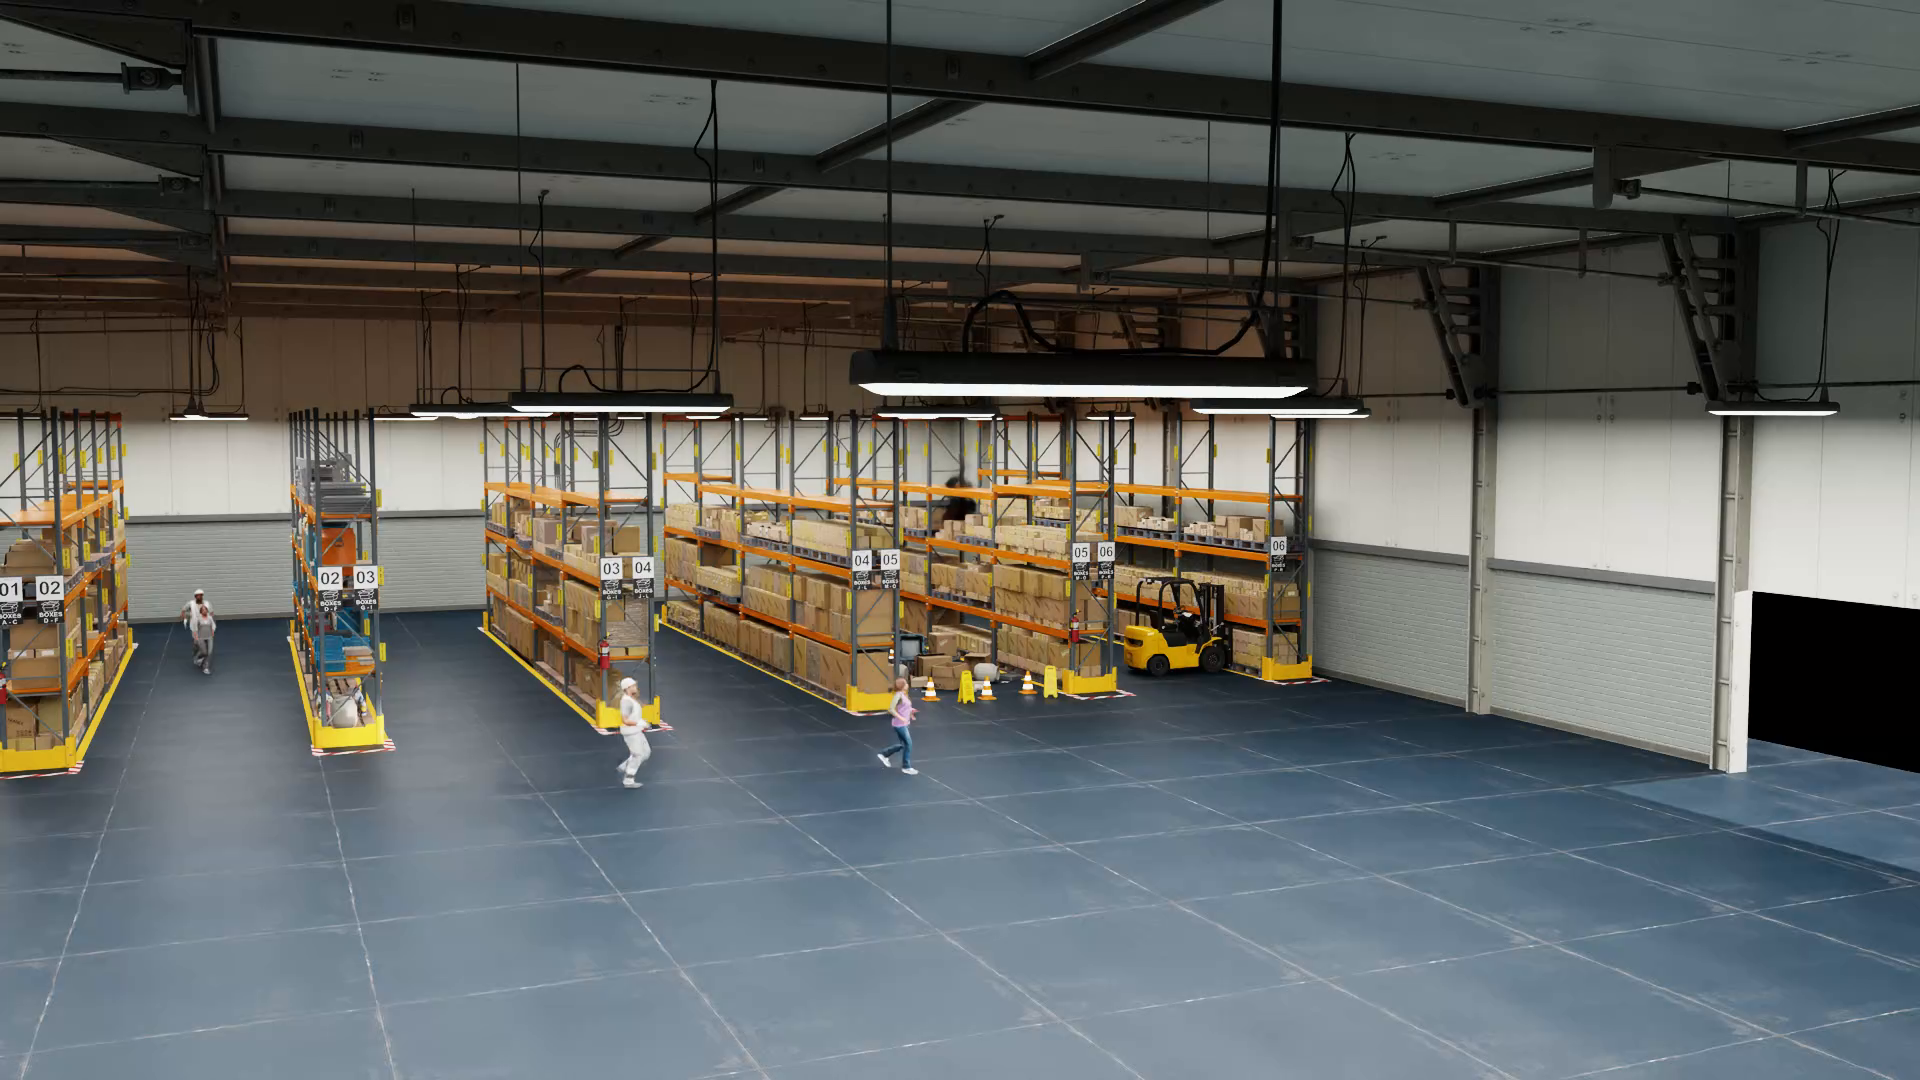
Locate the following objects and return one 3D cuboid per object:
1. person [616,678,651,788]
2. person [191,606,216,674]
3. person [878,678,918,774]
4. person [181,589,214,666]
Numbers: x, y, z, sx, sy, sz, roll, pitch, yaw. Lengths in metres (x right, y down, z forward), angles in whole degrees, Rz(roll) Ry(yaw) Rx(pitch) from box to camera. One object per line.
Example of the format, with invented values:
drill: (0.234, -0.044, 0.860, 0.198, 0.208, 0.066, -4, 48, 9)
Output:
person: (-5.111, 3.020, 26.074, 0.601, 1.740, 0.649, 0, 4, -1)
person: (-17.354, 2.289, 38.196, 0.538, 1.538, 0.549, -3, 5, -40)
person: (-1.019, 3.037, 27.177, 0.675, 1.589, 0.550, 0, 4, 7)
person: (-18.026, 2.074, 39.436, 0.655, 1.802, 0.721, -3, 5, -41)
